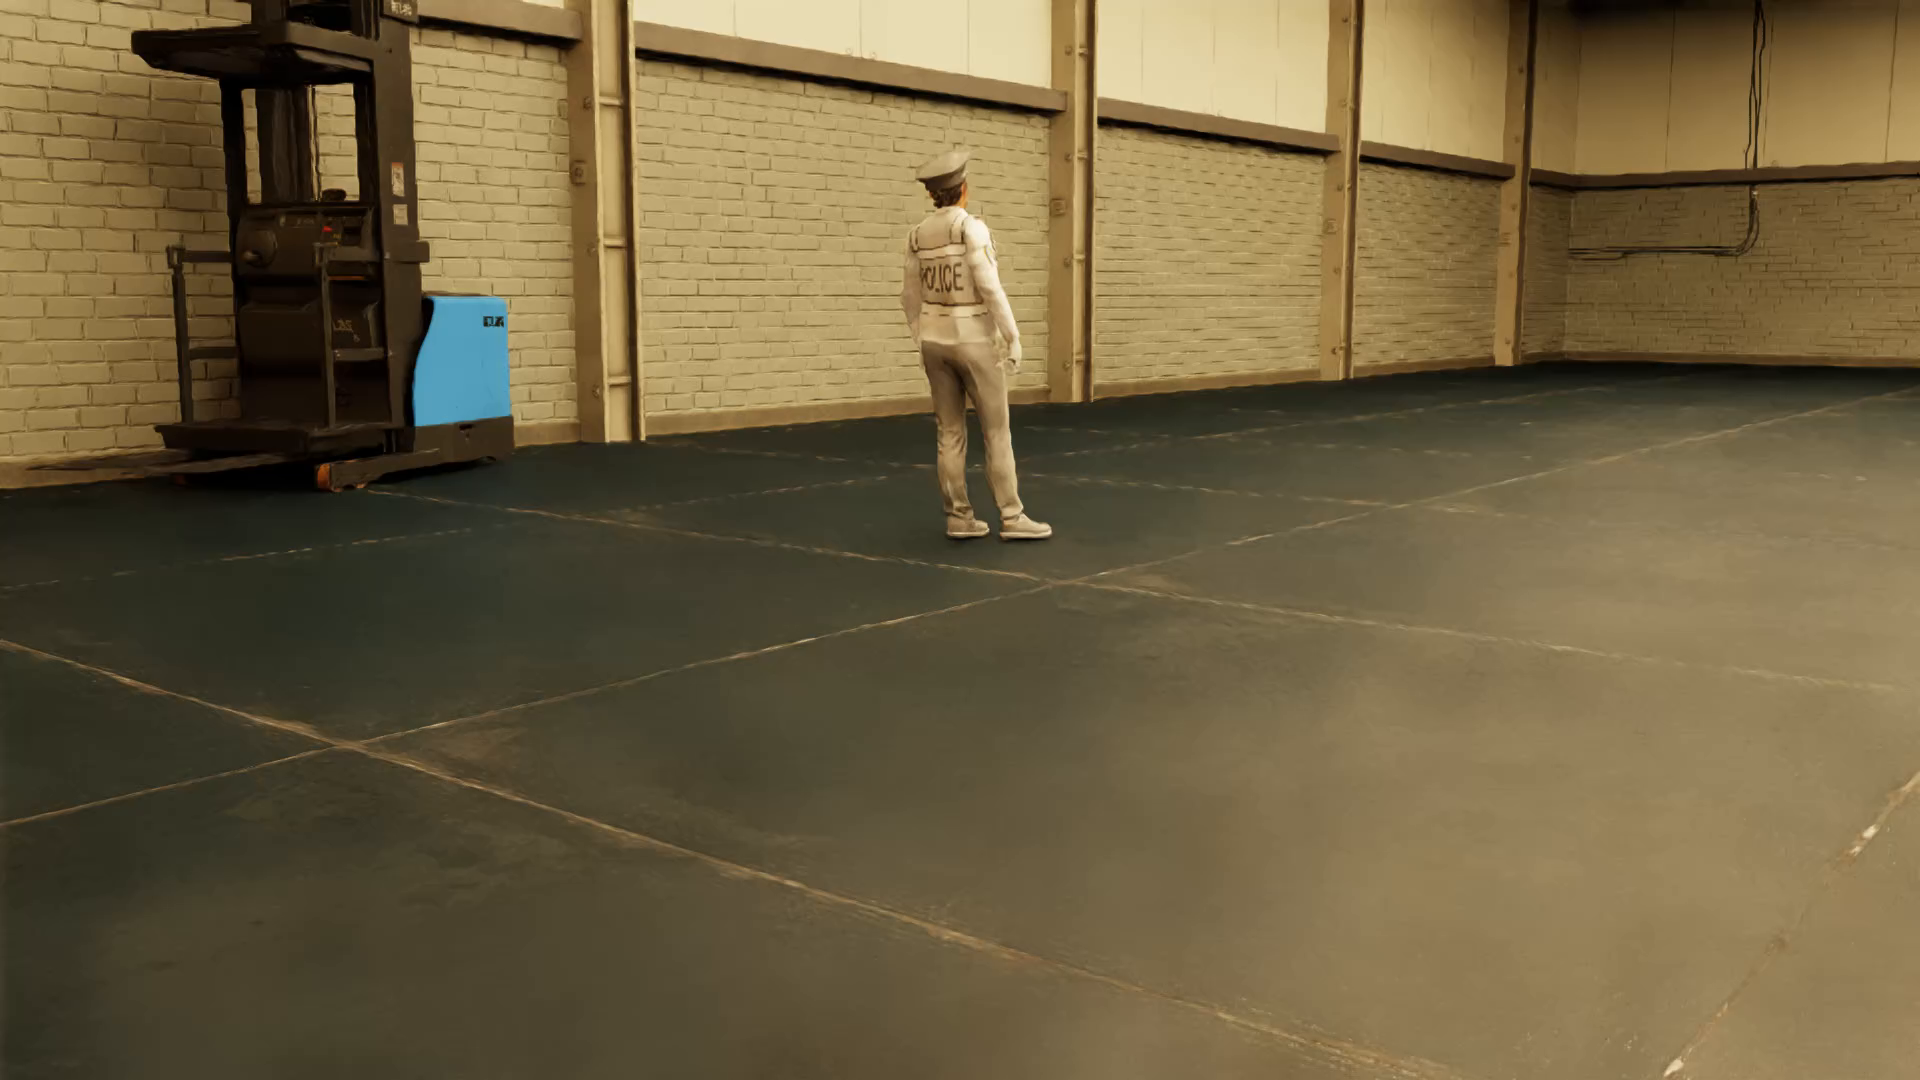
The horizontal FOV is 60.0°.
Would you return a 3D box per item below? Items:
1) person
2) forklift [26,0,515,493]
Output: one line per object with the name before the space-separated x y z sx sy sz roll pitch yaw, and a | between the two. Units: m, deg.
person | 0.048 -0.853 7.329 0.586 1.695 0.532 7 11 38
forklift | -3.855 -1.777 9.422 1.130 2.935 3.031 3 9 19
